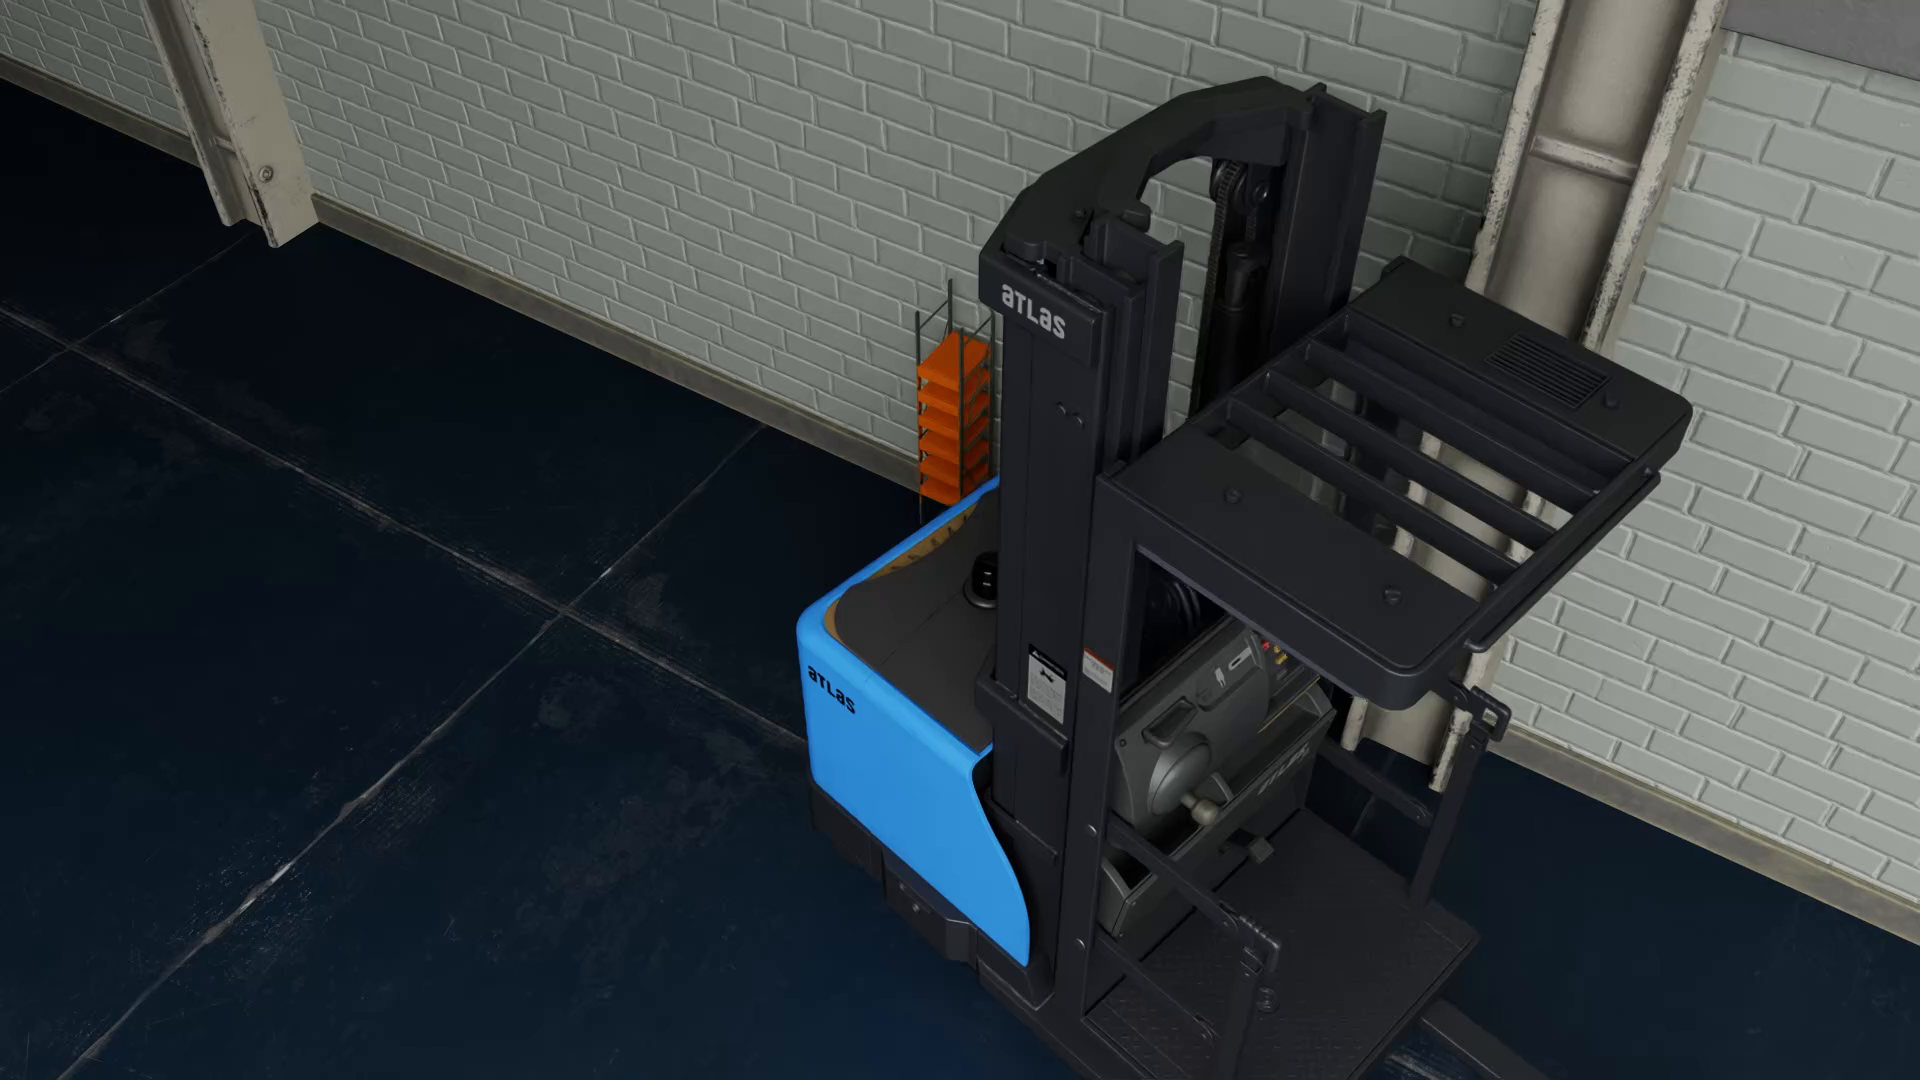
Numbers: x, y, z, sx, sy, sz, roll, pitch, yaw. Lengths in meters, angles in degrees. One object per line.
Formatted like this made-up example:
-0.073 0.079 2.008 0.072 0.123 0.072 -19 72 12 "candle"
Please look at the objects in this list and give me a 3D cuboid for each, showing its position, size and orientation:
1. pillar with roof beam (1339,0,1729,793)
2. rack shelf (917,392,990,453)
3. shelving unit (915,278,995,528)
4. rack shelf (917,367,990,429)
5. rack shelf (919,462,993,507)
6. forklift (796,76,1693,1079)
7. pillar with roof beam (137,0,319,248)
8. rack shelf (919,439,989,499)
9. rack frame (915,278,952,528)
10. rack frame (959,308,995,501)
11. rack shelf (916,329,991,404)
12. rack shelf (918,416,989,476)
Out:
-0.703 0.190 0.290 0.400 9.000 9.100 25 51 22 "pillar with roof beam"
-0.015 -0.470 6.265 0.180 0.103 0.258 24 50 21 "rack shelf"
-0.015 -0.417 6.319 0.189 1.200 0.258 24 50 21 "shelving unit"
-0.015 -0.554 6.179 0.180 0.103 0.258 24 50 21 "rack shelf"
-0.015 -0.219 6.523 0.180 0.103 0.258 24 50 21 "rack shelf"
0.879 0.468 4.252 1.130 2.935 3.031 -35 55 -29 "forklift"
-5.754 -2.133 2.548 0.400 9.000 9.100 25 51 22 "pillar with roof beam"
-0.015 -0.303 6.437 0.180 0.103 0.258 24 50 21 "rack shelf"
-0.093 -0.452 6.352 0.006 1.200 0.240 24 50 21 "rack frame"
0.063 -0.383 6.285 0.006 1.200 0.240 24 50 21 "rack frame"
-0.015 -0.637 6.093 0.180 0.103 0.258 24 50 21 "rack shelf"
-0.015 -0.386 6.351 0.180 0.103 0.258 24 50 21 "rack shelf"
